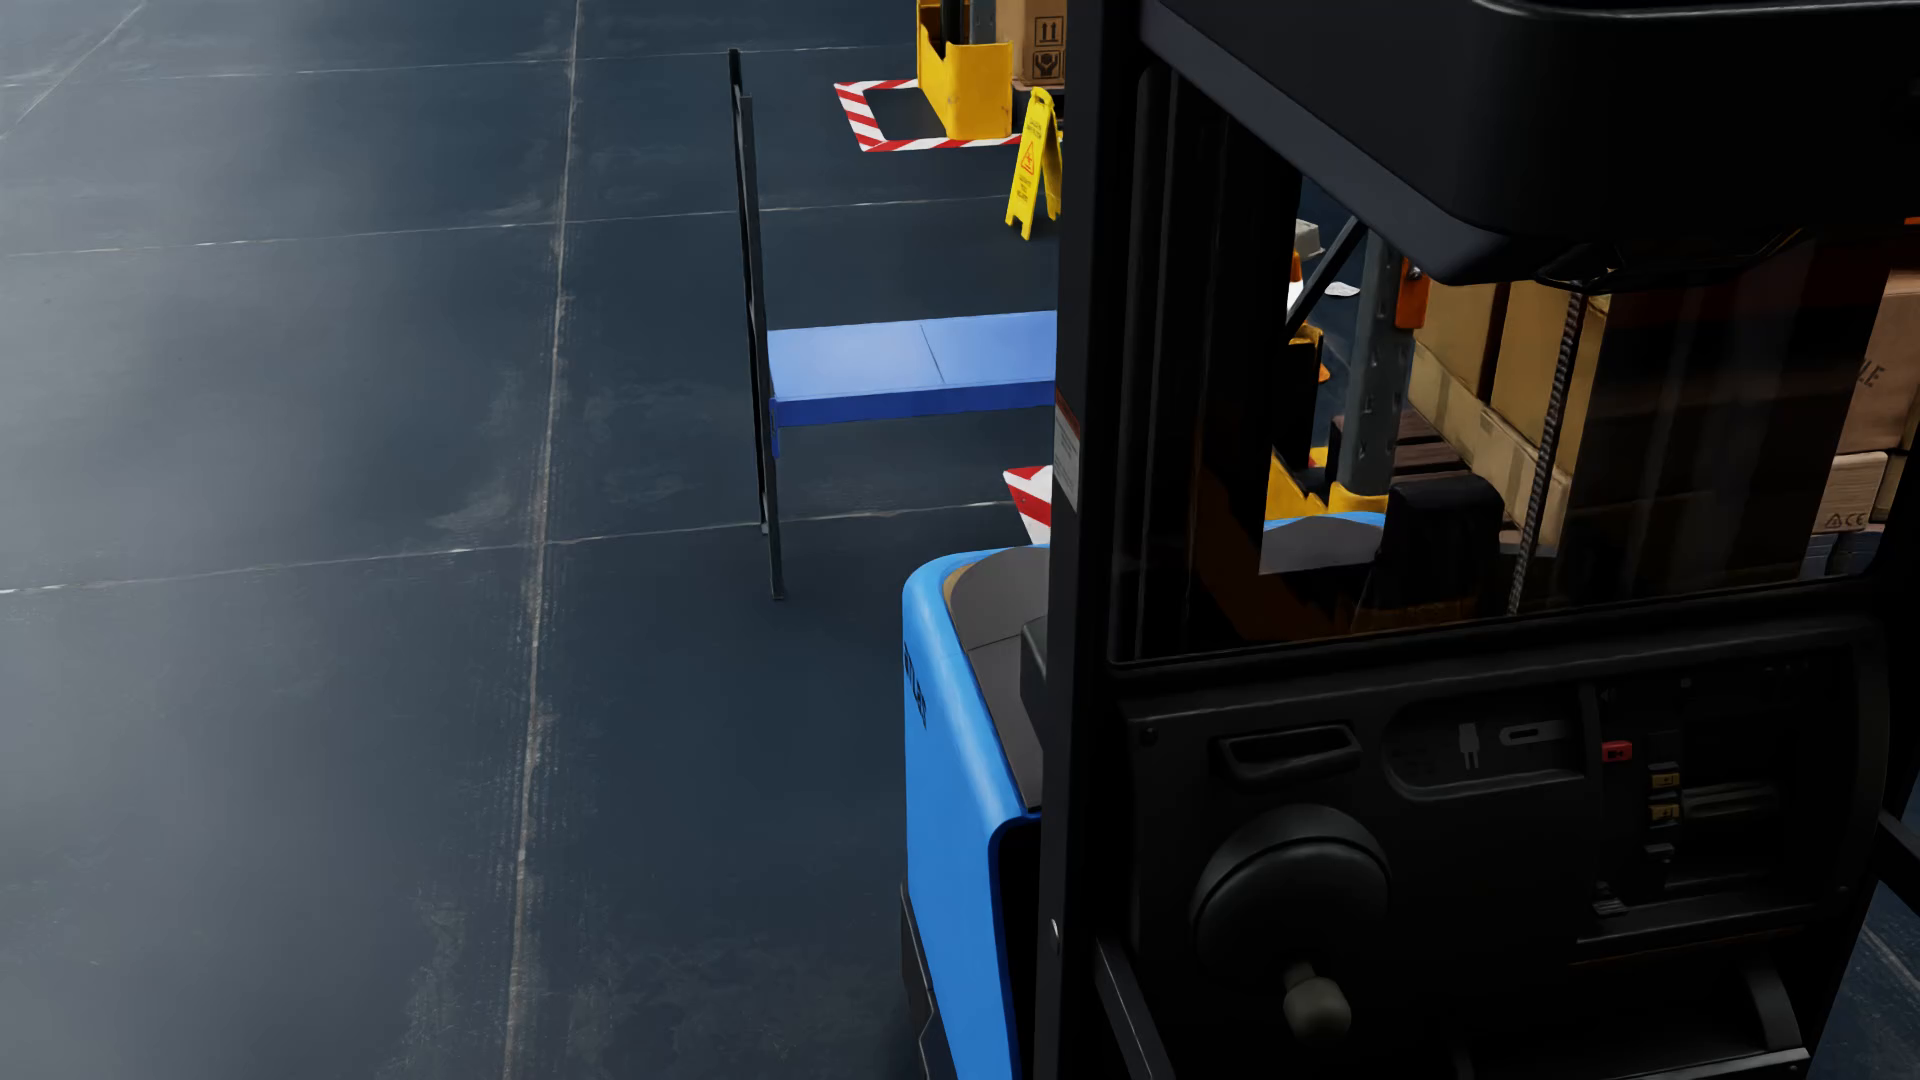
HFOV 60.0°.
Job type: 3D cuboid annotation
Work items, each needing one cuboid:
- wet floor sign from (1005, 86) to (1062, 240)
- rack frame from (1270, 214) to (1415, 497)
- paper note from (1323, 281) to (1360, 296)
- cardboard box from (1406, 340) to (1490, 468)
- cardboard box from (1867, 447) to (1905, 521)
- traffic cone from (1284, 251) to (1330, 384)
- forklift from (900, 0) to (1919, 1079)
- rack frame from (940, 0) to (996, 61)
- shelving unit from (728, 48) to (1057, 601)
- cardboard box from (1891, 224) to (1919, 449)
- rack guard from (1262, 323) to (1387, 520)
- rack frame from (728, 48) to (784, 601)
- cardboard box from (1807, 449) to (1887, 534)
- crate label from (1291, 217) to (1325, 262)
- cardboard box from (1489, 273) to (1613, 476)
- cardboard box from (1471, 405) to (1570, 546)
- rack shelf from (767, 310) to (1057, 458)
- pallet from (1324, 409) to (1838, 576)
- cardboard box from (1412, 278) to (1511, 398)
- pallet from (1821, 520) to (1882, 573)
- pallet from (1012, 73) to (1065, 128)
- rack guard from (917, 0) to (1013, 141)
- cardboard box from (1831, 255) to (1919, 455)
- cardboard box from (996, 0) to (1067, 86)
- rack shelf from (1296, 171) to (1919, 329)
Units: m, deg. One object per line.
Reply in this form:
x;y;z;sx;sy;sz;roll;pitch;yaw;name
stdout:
0.366;-1.723;7.544;0.232;0.644;0.267;-11;32;-17;wet floor sign
1.029;-1.269;4.449;0.127;3.000;1.000;-5;31;-9;rack frame
1.600;-1.068;7.036;0.142;0.019;0.148;-17;34;-26;paper note
1.799;-0.475;5.397;0.500;0.250;0.500;-5;31;-9;cardboard box
2.910;-0.300;5.099;0.500;0.250;0.500;-3;31;-6;cardboard box
1.219;-0.858;6.253;0.334;0.463;0.336;-5;31;-9;traffic cone
0.686;0.372;1.725;1.130;2.935;3.031;-6;31;-10;forklift
0.038;-3.728;8.631;0.127;3.000;1.000;-5;31;-9;rack frame
-0.084;-0.639;4.857;1.048;1.500;0.538;-5;31;-9;shelving unit
2.904;-0.618;4.900;0.500;0.500;0.500;-5;31;-8;cardboard box
1.103;-0.199;5.094;0.348;0.500;1.175;-5;31;-9;rack guard
-0.584;-0.592;4.778;0.032;1.500;0.500;-5;31;-9;rack frame
2.375;-0.243;5.003;0.500;0.250;0.500;-4;31;-7;cardboard box
1.447;-1.343;7.398;0.298;0.136;0.250;-23;38;-34;crate label
1.895;-0.526;4.744;0.500;0.500;0.500;-6;31;-11;cardboard box
1.872;-0.201;4.930;0.500;0.250;0.500;-6;31;-9;cardboard box
-0.084;-0.484;4.948;1.000;0.185;0.538;-5;31;-9;rack shelf
1.909;-0.131;5.264;1.213;0.211;1.003;-5;31;-9;pallet
1.770;-0.791;5.195;0.500;0.500;0.500;-5;31;-9;cardboard box
3.106;-0.240;5.450;1.213;0.211;1.003;-5;31;-9;pallet
0.810;-2.638;9.528;1.213;0.211;1.003;-5;31;-9;pallet
0.014;-2.648;9.260;0.348;0.500;1.175;-5;31;-9;rack guard
2.409;-0.576;4.829;0.500;0.500;0.500;-6;31;-11;cardboard box
0.693;-3.088;9.224;0.875;0.875;0.875;-5;31;-9;cardboard box
2.996;-1.142;4.942;4.000;0.370;1.077;-5;31;-9;rack shelf
